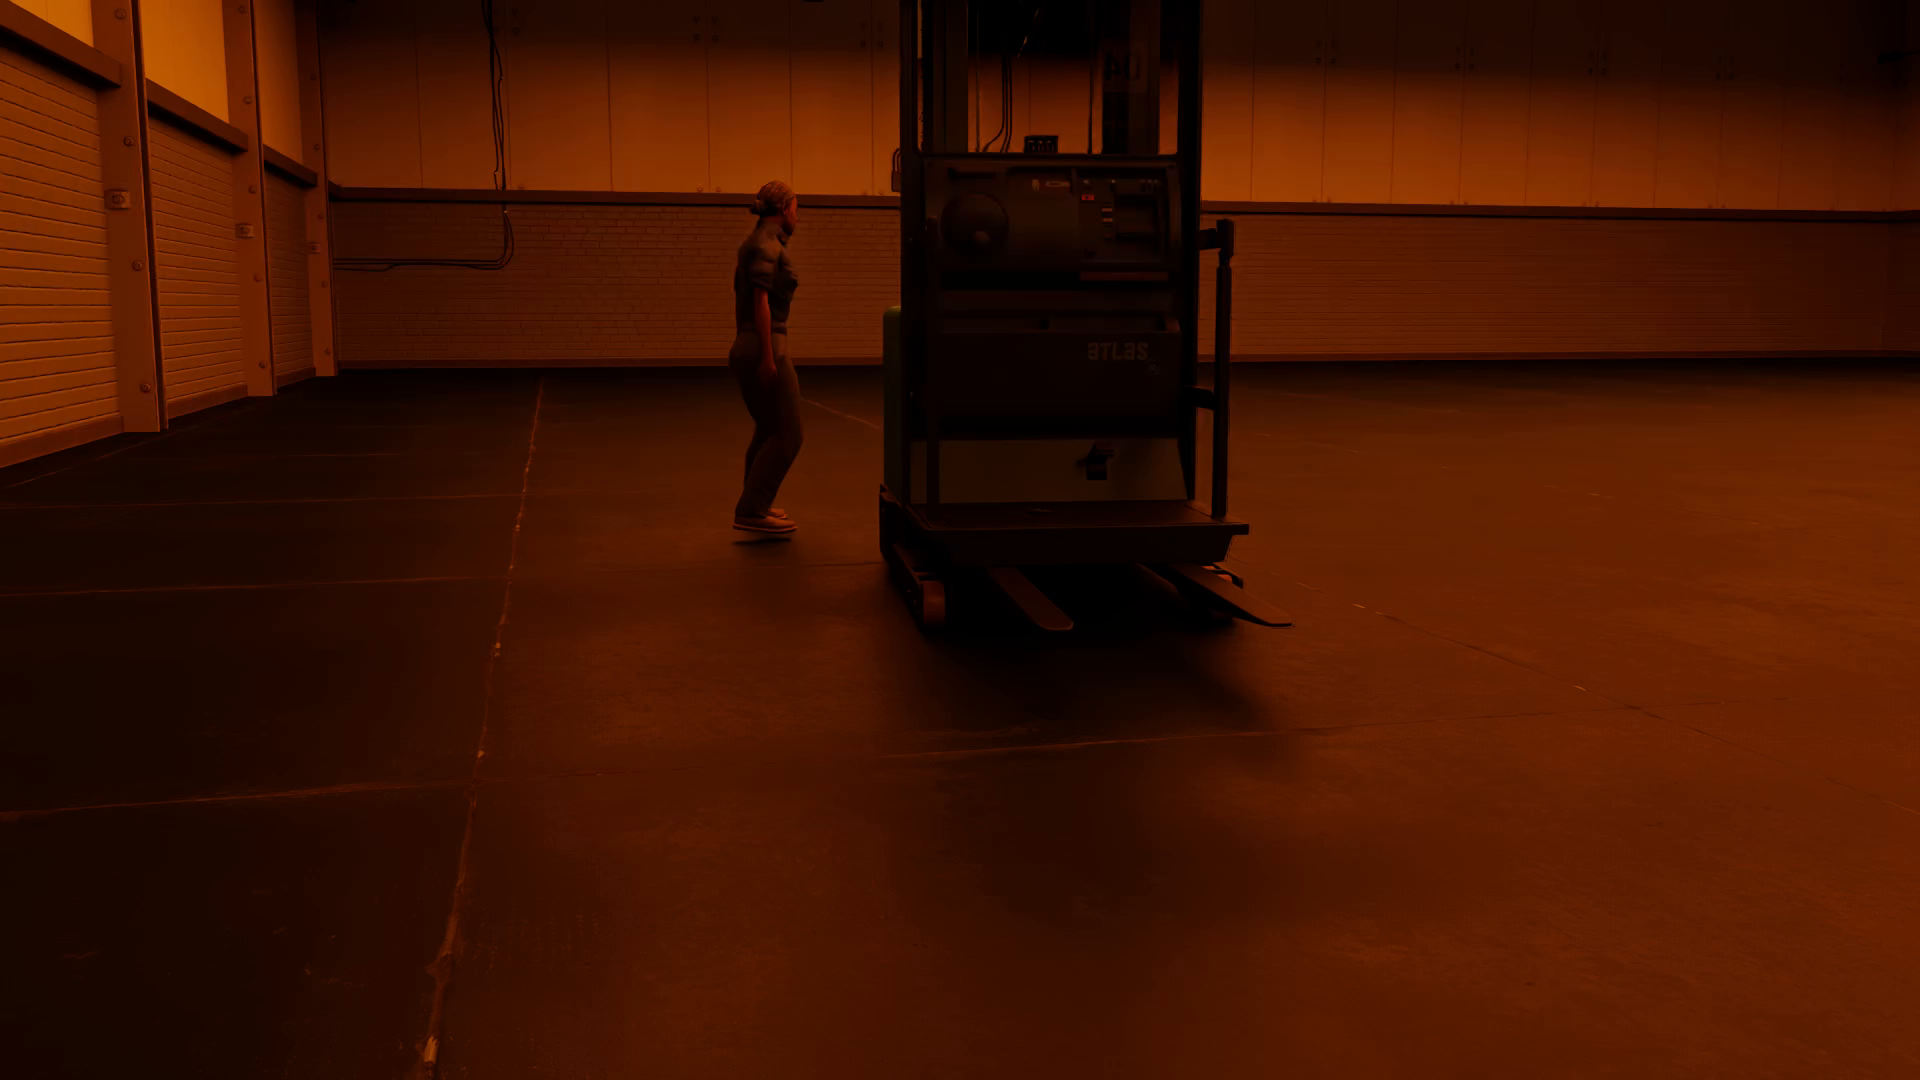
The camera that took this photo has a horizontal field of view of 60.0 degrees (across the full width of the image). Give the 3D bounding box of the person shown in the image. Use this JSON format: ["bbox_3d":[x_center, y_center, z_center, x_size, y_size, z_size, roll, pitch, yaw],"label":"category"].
[{"bbox_3d":[-0.919,-0.848,7.747,0.358,1.628,0.790,-3,8,-18],"label":"person"}]

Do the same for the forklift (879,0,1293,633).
[{"bbox_3d":[0.363,-1.206,5.751,1.130,2.935,3.031,-1,8,-8],"label":"forklift"}]
